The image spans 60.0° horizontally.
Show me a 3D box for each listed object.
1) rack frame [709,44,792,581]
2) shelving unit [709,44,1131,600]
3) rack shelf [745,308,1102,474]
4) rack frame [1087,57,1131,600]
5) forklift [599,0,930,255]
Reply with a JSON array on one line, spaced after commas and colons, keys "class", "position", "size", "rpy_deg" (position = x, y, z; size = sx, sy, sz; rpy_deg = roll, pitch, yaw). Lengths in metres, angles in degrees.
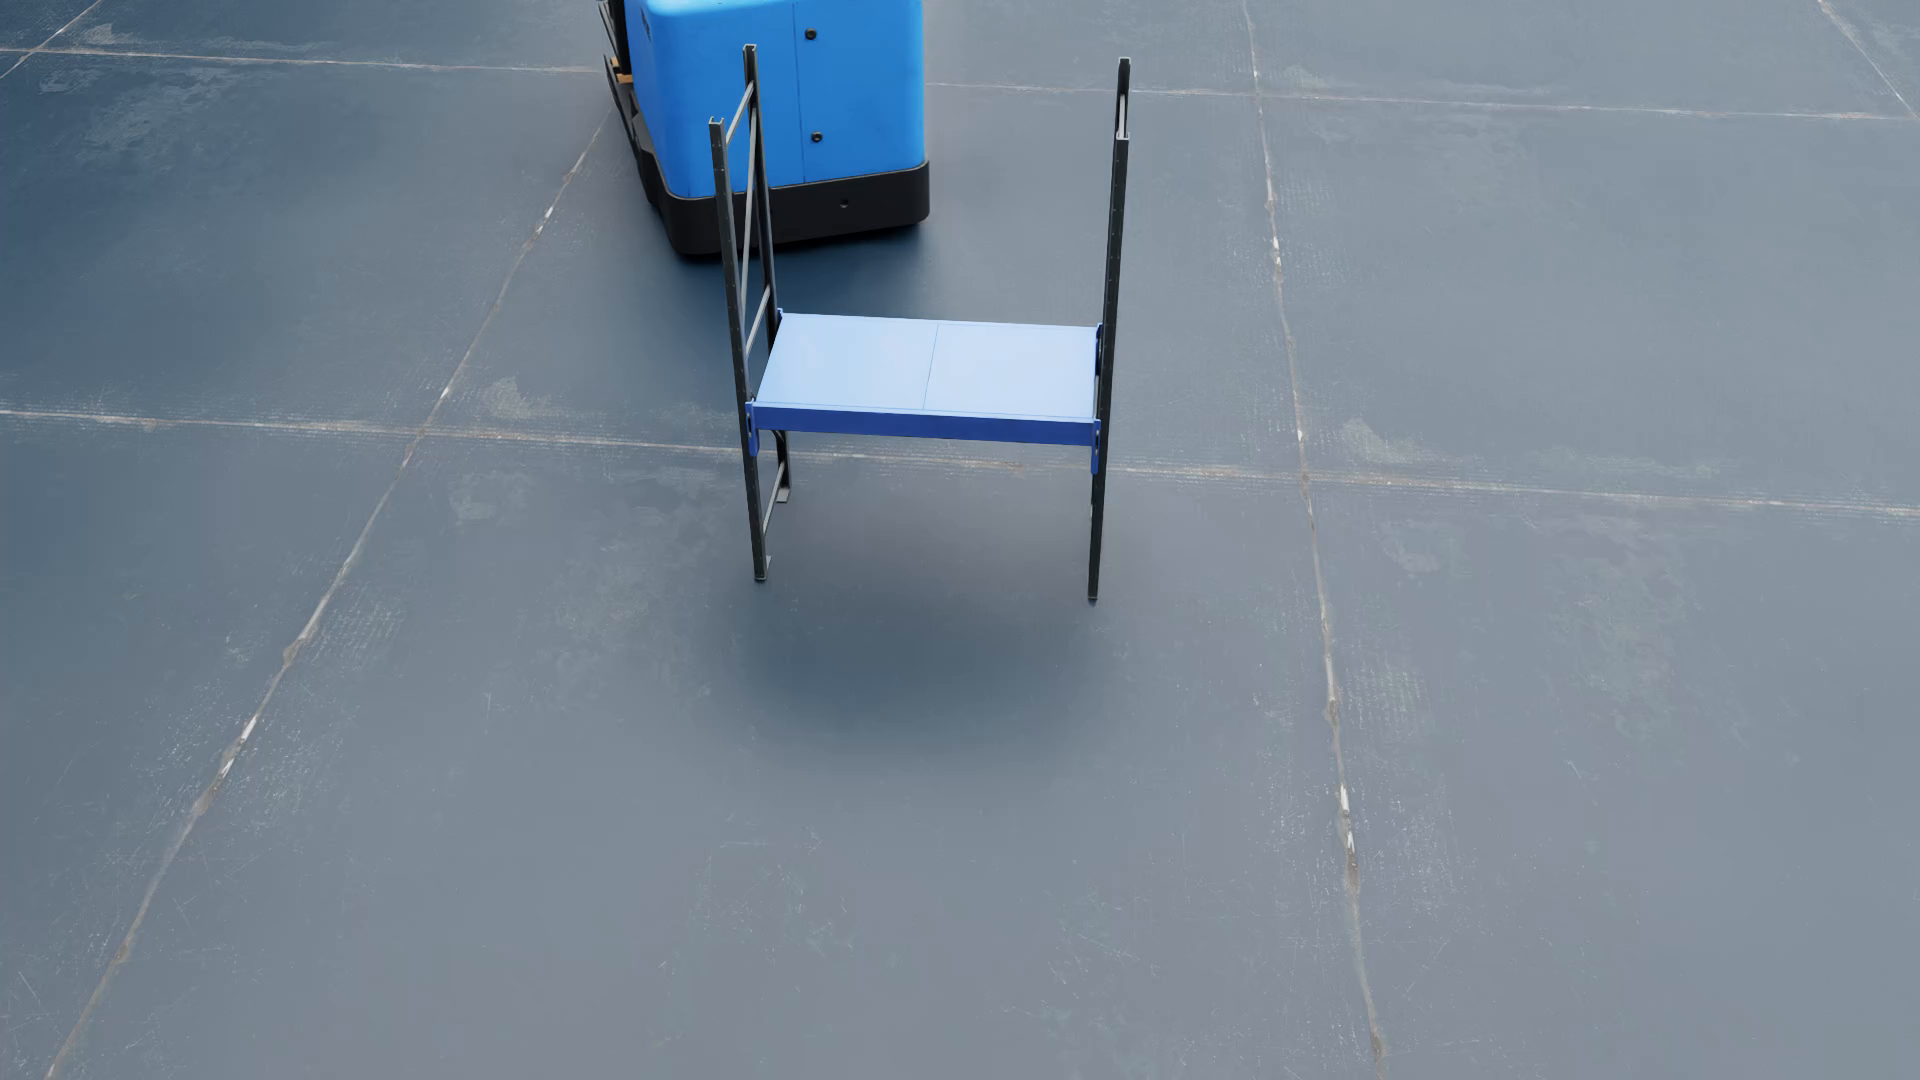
[{"class": "rack frame", "position": [-0.591, -0.614, 4.816], "size": [0.032, 1.500, 0.500], "rpy_deg": [3, 39, 4]}, {"class": "shelving unit", "position": [-0.085, -0.586, 4.782], "size": [1.048, 1.500, 0.538], "rpy_deg": [3, 39, 4]}, {"class": "rack shelf", "position": [-0.085, -0.447, 4.896], "size": [1.000, 0.185, 0.538], "rpy_deg": [3, 39, 4]}, {"class": "rack frame", "position": [0.421, -0.559, 4.748], "size": [0.032, 1.500, 0.500], "rpy_deg": [3, 39, 4]}, {"class": "forklift", "position": [-1.036, -3.190, 6.847], "size": [1.130, 2.935, 3.031], "rpy_deg": [-11, 40, -13]}]
